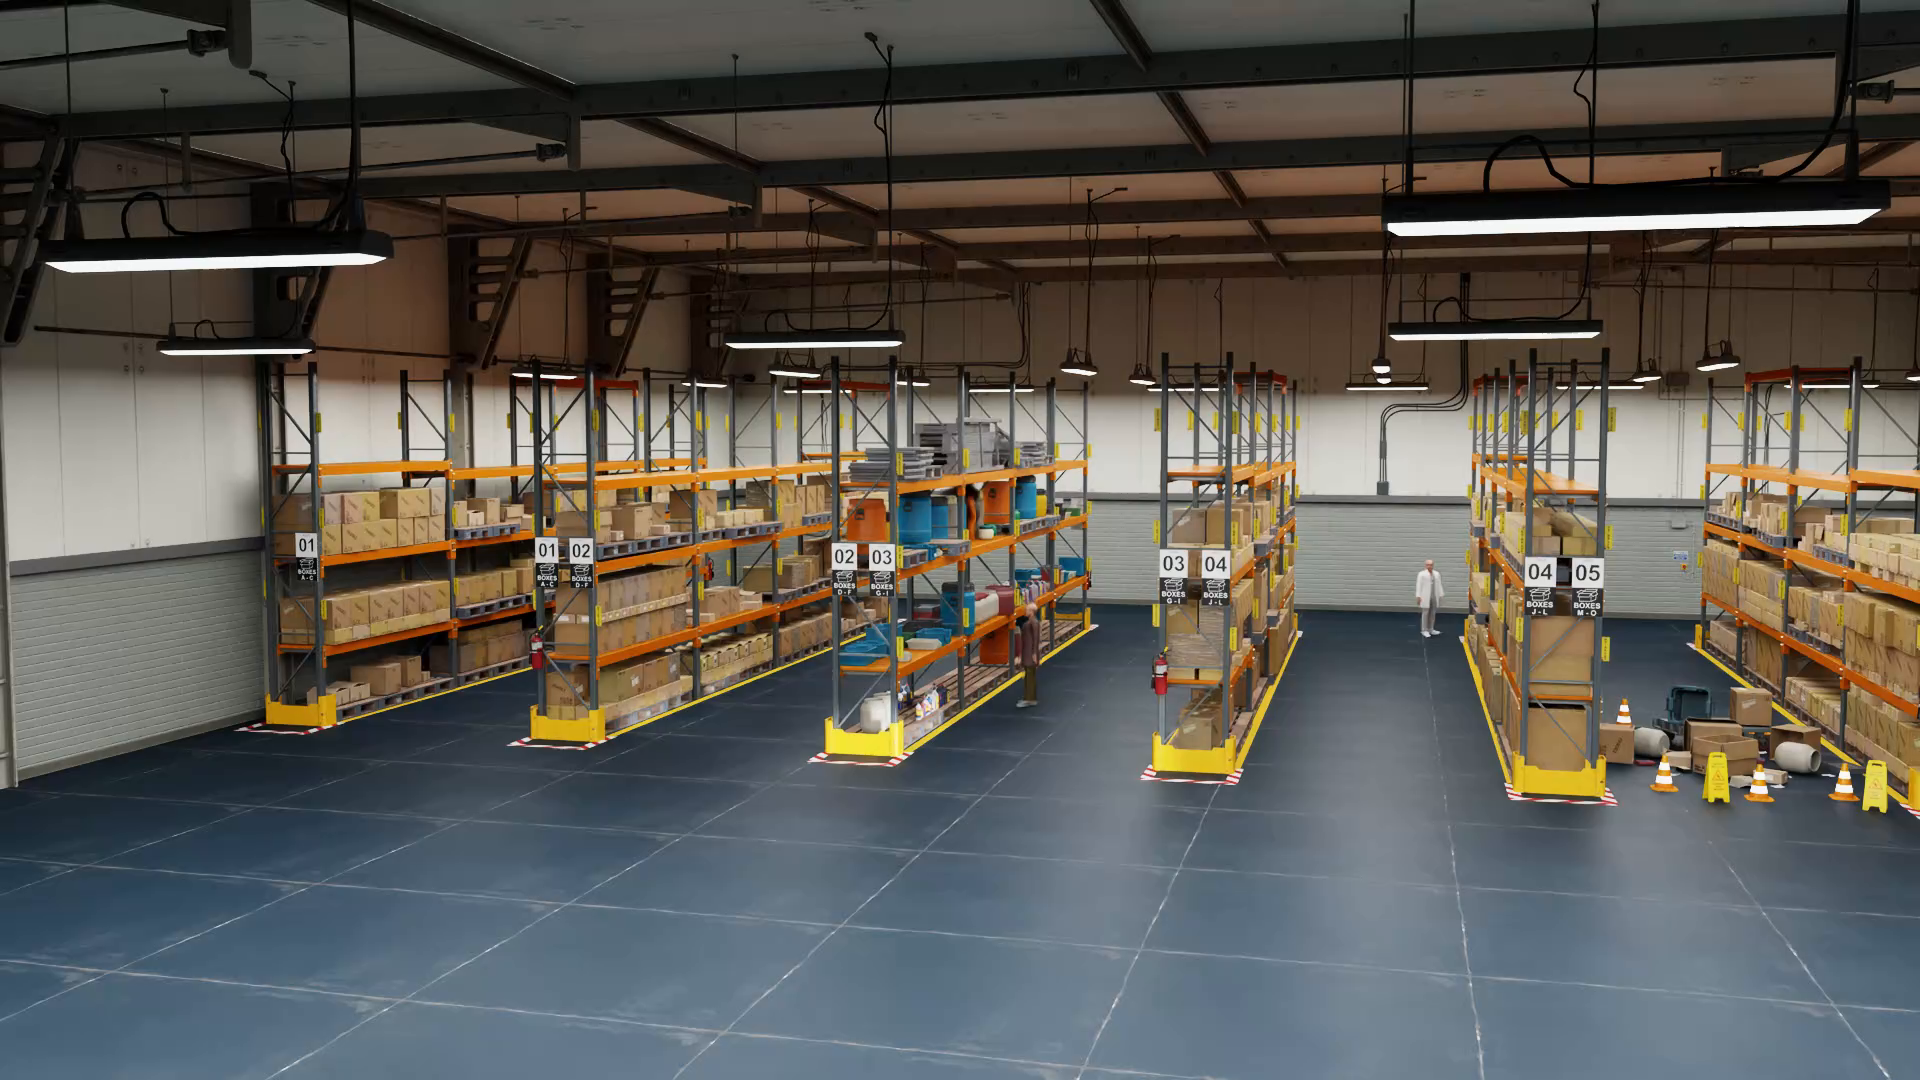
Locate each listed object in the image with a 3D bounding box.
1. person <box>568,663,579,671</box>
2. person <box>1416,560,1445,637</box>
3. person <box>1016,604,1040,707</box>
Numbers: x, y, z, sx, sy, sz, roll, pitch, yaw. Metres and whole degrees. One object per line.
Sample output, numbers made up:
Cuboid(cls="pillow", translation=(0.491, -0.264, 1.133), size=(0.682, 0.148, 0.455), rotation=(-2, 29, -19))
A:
Cuboid(cls="person", translation=(-6.915, 2.028, 30.252), size=(0.385, 1.705, 0.496), rotation=(2, 5, 30))
Cuboid(cls="person", translation=(11.056, 1.364, 39.160), size=(0.657, 1.801, 0.458), rotation=(-1, 4, -13))
Cuboid(cls="person", translation=(1.177, 2.065, 29.390), size=(0.467, 1.704, 0.646), rotation=(-1, 4, -8))
